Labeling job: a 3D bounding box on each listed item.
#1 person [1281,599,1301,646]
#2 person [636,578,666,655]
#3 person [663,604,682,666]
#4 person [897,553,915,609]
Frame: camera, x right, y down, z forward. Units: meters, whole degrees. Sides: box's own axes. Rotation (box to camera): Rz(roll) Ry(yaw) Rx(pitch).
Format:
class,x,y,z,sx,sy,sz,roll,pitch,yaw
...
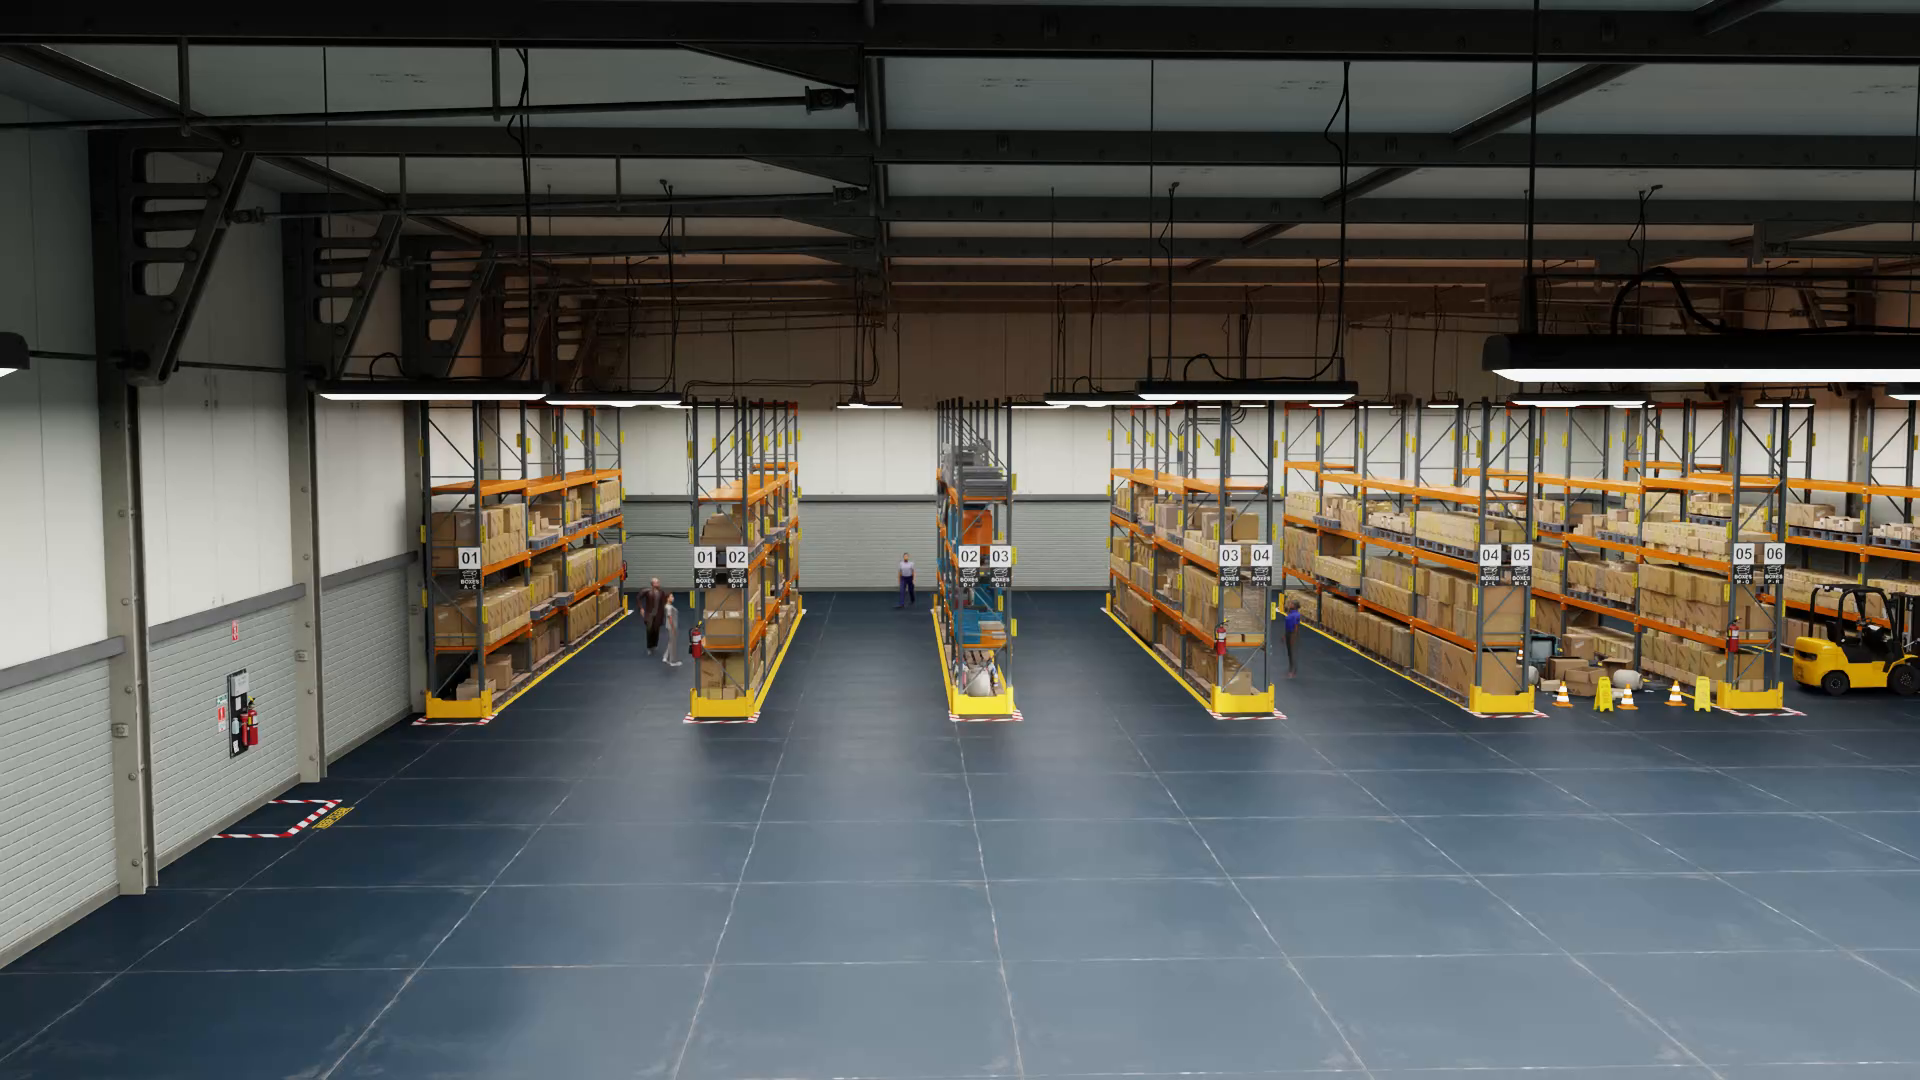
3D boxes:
class,x,y,z,sx,sy,sz,roll,pitch,yaw
person,7.196,1.777,35.955,0.321,0.981,0.465,-2,5,-26
person,-7.314,1.809,39.463,0.739,1.823,0.749,-1,4,-10
person,-6.477,2.125,37.432,0.432,1.409,0.444,-3,5,-30
person,-1.566,1.178,48.467,0.520,1.607,1.011,0,4,5
